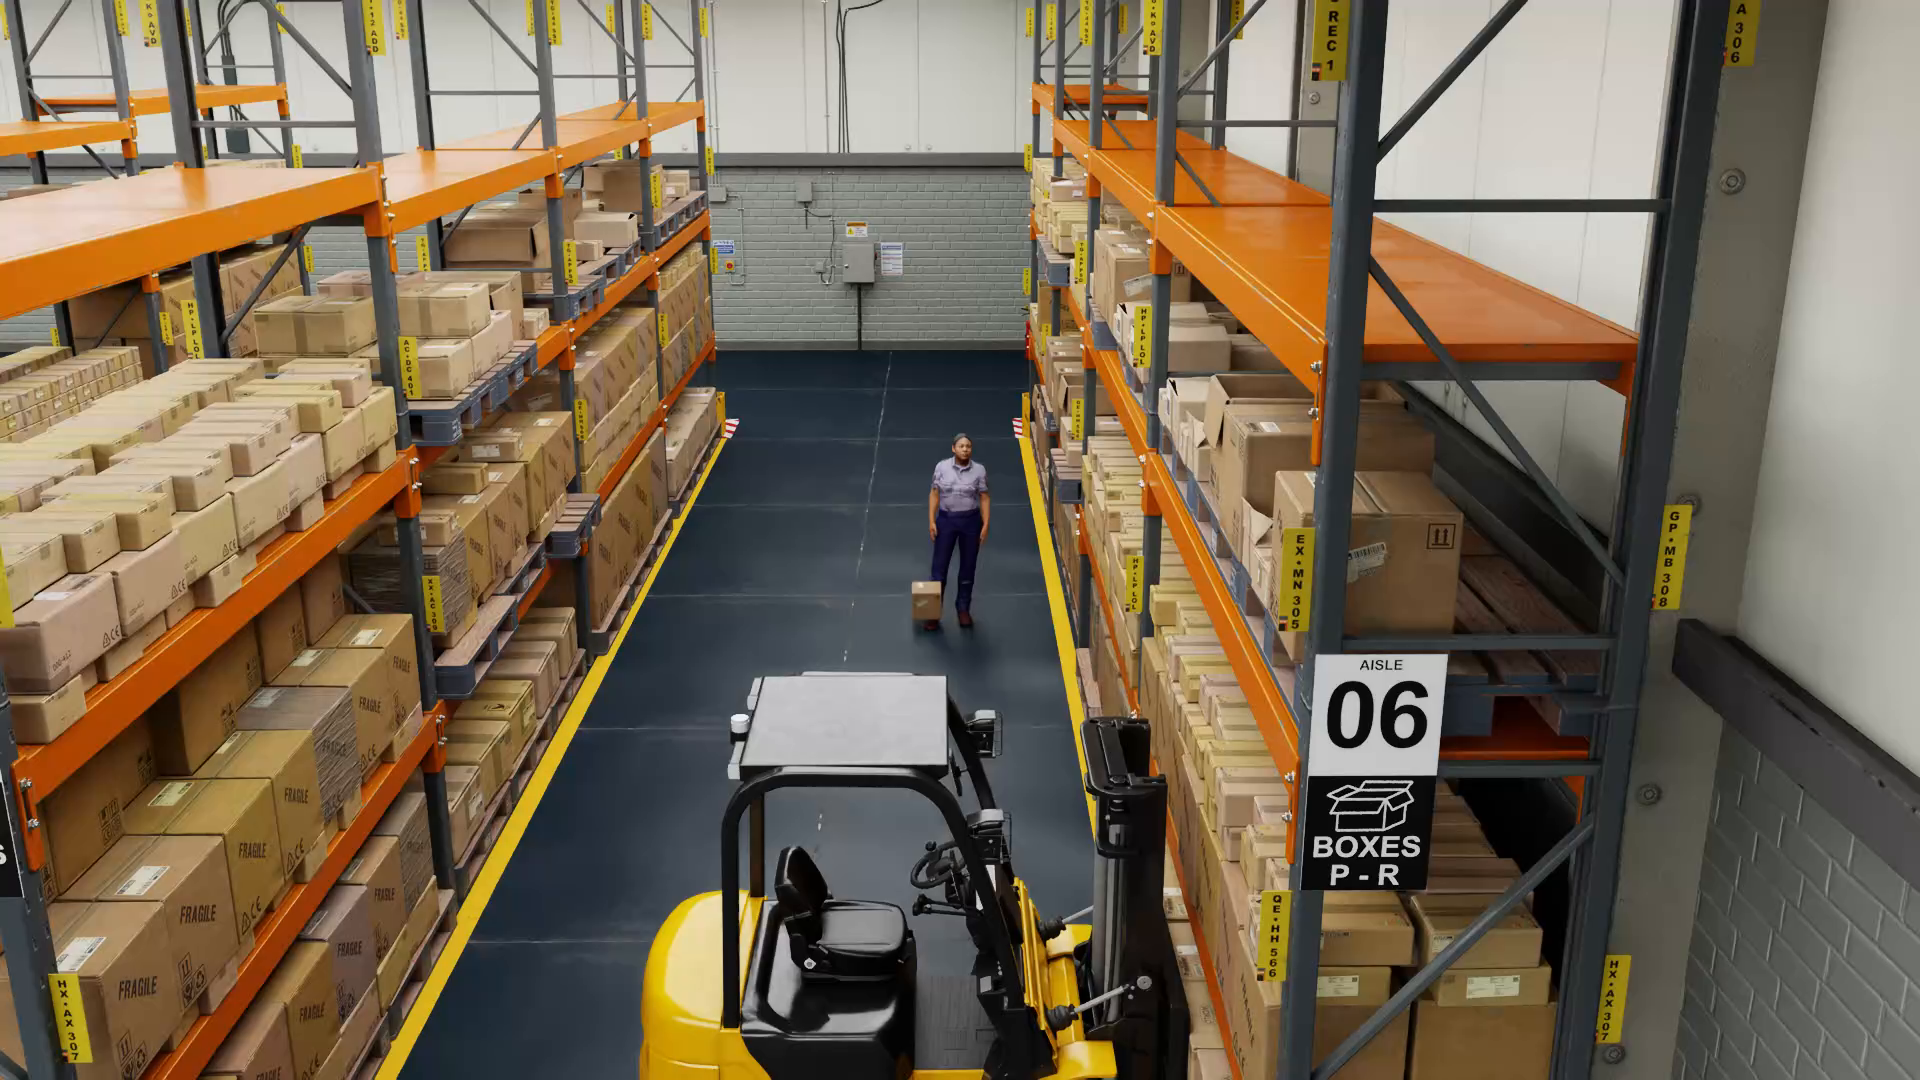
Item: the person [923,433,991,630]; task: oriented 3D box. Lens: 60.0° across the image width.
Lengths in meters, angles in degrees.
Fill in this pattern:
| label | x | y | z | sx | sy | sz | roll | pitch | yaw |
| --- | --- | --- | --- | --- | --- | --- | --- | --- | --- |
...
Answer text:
| label | x | y | z | sx | sy | sz | roll | pitch | yaw |
| --- | --- | --- | --- | --- | --- | --- | --- | --- | --- |
| person | -0.027 | -0.081 | 14.301 | 0.587 | 1.650 | 0.506 | 0 | 17 | -1 |
